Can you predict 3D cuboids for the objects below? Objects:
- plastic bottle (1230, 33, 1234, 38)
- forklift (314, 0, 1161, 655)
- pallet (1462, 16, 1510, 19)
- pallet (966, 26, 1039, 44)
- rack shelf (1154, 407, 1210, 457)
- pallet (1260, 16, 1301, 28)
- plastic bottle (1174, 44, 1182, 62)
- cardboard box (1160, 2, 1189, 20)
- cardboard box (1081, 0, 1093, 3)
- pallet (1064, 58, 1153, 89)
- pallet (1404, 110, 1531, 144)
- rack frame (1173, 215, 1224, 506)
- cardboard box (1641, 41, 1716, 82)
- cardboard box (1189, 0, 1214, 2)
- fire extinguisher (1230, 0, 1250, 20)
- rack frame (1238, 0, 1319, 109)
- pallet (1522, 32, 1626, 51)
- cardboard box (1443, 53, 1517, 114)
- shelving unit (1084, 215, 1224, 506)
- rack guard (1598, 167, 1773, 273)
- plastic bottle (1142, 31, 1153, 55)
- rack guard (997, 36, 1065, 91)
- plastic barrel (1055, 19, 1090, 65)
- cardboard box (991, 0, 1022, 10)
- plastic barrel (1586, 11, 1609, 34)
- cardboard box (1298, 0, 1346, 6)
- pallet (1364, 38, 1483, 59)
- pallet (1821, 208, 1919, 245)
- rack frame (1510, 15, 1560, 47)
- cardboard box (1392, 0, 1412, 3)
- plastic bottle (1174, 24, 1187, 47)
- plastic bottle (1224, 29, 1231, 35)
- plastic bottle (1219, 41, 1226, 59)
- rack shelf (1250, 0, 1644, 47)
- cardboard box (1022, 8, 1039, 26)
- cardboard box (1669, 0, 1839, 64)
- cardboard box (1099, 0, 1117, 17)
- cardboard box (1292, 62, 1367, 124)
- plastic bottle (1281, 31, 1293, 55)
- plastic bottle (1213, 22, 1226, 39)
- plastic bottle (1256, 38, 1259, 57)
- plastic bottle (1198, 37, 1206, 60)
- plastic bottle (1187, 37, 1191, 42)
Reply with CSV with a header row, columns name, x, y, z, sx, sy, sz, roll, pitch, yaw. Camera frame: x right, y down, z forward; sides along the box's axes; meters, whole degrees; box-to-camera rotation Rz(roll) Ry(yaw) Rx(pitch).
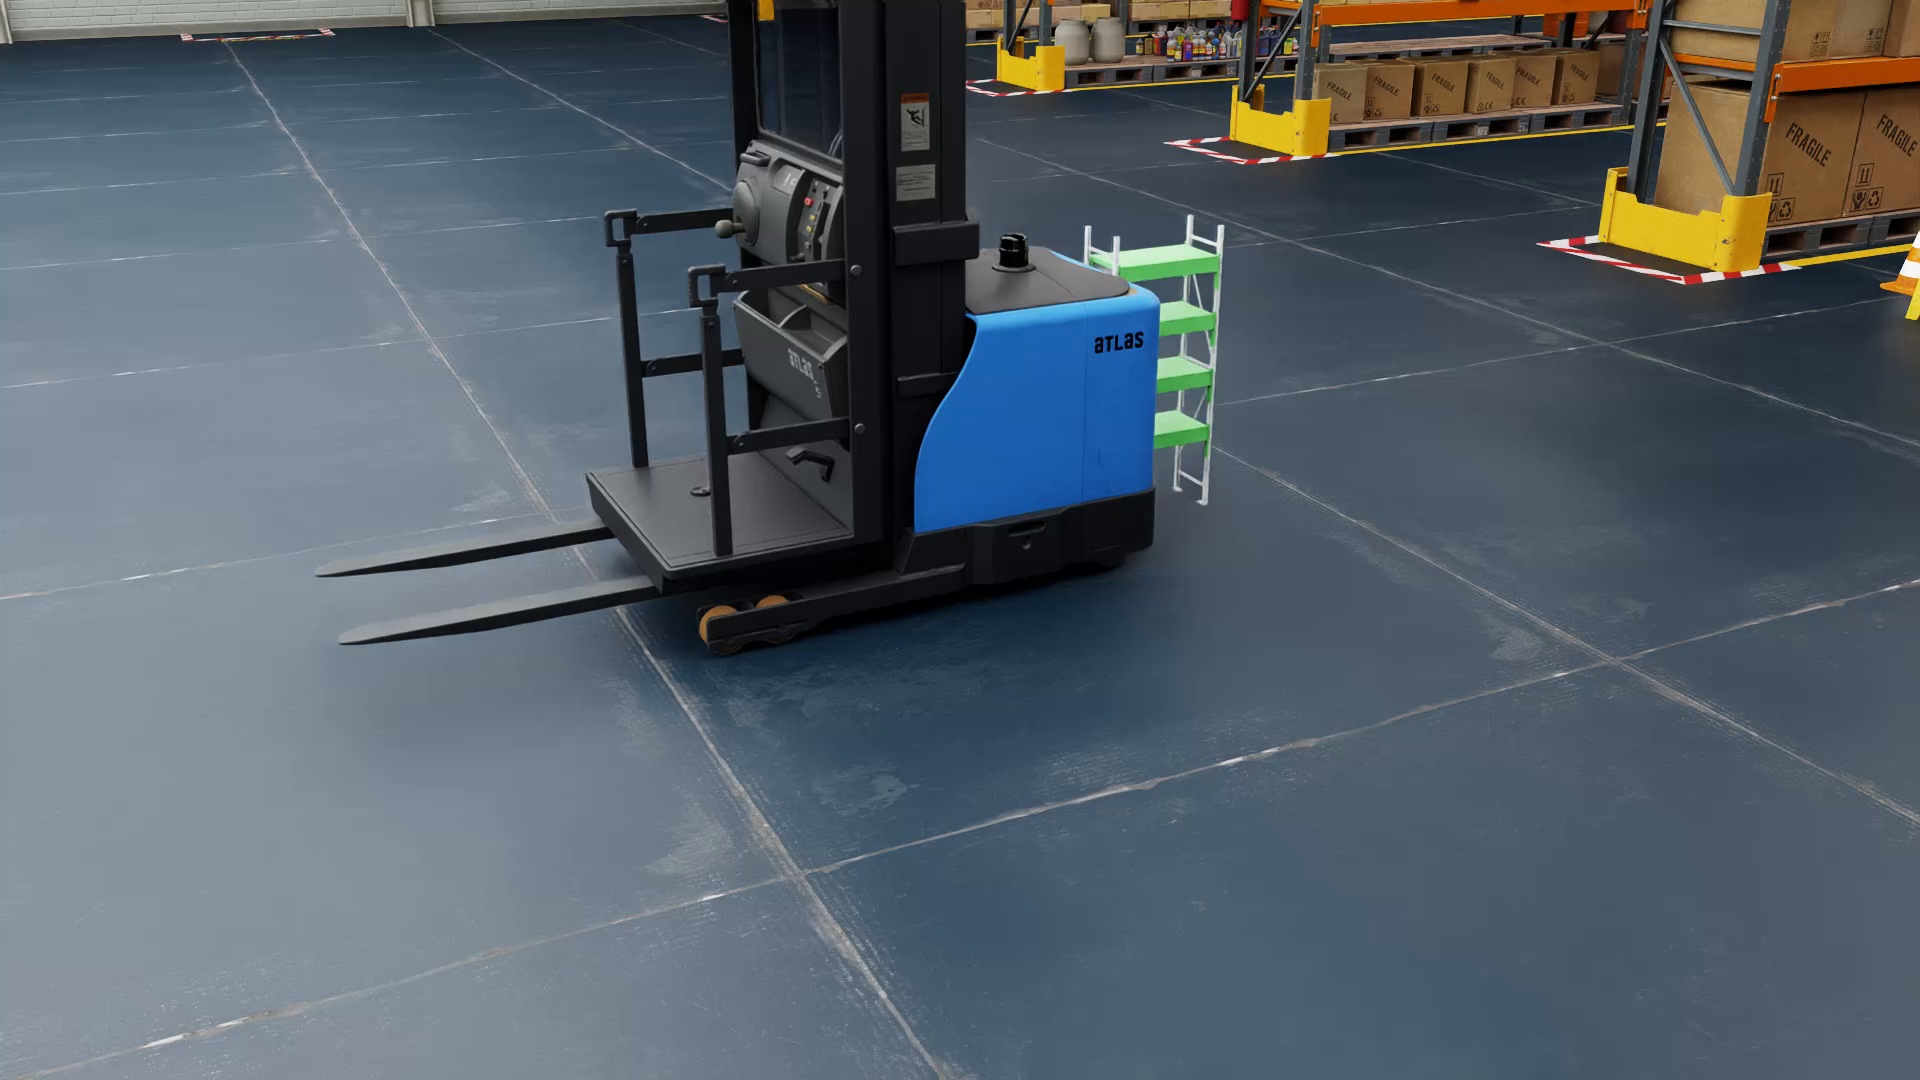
name,x,y,z,sx,sy,sz,roll,pitch,yaw
plastic bottle,3.408,-6.168,20.706,0.133,0.283,0.061,-10,25,-24
forklift,-0.793,-1.186,5.784,3.031,2.935,1.130,-11,25,-24
pallet,8.741,-9.079,28.407,1.213,0.211,1.003,-10,25,-24
pallet,0.414,-7.579,24.782,1.213,0.211,1.003,-10,25,-24
rack shelf,0.779,-0.421,6.992,0.480,0.148,0.258,-11,25,-24
pallet,5.095,-8.440,26.864,1.213,0.211,1.003,-10,25,-24
plastic bottle,2.652,-5.938,20.256,0.097,0.201,0.097,0,22,0
cardboard box,3.182,-8.178,25.630,0.500,0.250,0.500,-10,24,-22
cardboard box,1.696,-8.489,25.402,0.500,0.500,0.500,-10,25,-24
pallet,1.573,-5.690,20.221,1.213,0.211,1.003,-10,25,-24
pallet,4.852,-4.158,16.518,1.213,0.211,1.003,-10,25,-24
rack frame,0.997,-0.743,6.977,0.015,1.200,0.240,-11,25,-24
cardboard box,7.543,-4.989,17.574,0.500,0.500,0.700,-11,25,-24
cardboard box,3.649,-8.521,25.726,0.500,0.311,0.500,-11,25,-25
fire extinguisher,2.635,-5.214,15.526,0.183,0.674,0.296,-10,25,-24
rack frame,2.938,-5.110,15.173,0.127,3.000,1.000,-10,25,-24
pallet,8.691,-7.001,23.387,1.213,0.211,1.003,-10,25,-24
cardboard box,5.127,-4.532,16.497,0.500,0.500,0.500,-13,26,-28
shelving unit,0.779,-0.702,6.876,0.503,1.200,0.258,-11,25,-24
rack guard,4.977,-2.225,11.472,0.348,0.500,1.175,-10,25,-24
plastic bottle,2.352,-6.247,20.895,0.133,0.283,0.061,-10,24,-22
rack guard,0.838,-5.691,19.845,0.348,0.500,1.175,-10,25,-24
plastic barrel,1.350,-5.997,20.020,0.421,0.512,0.421,0,22,0
cardboard box,0.578,-8.055,24.353,0.500,0.500,0.500,-10,25,-24
plastic barrel,8.902,-7.400,23.409,0.421,0.512,0.421,0,22,0
cardboard box,3.299,-4.959,15.137,0.250,0.149,0.380,-10,25,-24
pallet,6.186,-6.540,22.273,1.213,0.211,1.003,-10,25,-24
pallet,6.783,-2.456,12.407,1.213,0.211,1.003,-10,25,-24
rack frame,7.999,-8.144,22.503,0.127,3.000,1.000,-10,25,-24
cardboard box,3.980,-5.079,15.426,0.250,0.149,0.380,-10,25,-24
plastic bottle,2.766,-6.336,21.024,0.185,0.351,0.144,-9,24,-21
plastic bottle,3.409,-6.367,21.201,0.097,0.271,0.097,0,22,0
plastic bottle,3.233,-6.045,20.514,0.097,0.201,0.097,0,22,0
rack shelf,4.740,-5.110,16.112,4.000,0.370,1.077,-10,25,-24
cardboard box,1.028,-7.792,24.698,0.500,0.250,0.500,-10,25,-24
cardboard box,5.313,-3.531,11.161,0.550,0.550,0.875,-10,25,-24
cardboard box,2.497,-8.280,25.878,0.500,0.250,0.500,-11,25,-24
cardboard box,3.508,-4.247,15.807,0.500,0.500,0.500,-6,23,-14
plastic bottle,4.104,-6.235,20.868,0.133,0.283,0.061,-9,24,-21
plastic bottle,3.317,-6.438,21.269,0.185,0.351,0.144,-12,25,-26
plastic bottle,3.637,-6.149,20.660,0.133,0.283,0.061,-9,24,-20
plastic bottle,2.958,-6.027,20.379,0.097,0.271,0.097,0,22,0
plastic bottle,2.858,-6.233,20.969,0.097,0.201,0.097,0,22,0
